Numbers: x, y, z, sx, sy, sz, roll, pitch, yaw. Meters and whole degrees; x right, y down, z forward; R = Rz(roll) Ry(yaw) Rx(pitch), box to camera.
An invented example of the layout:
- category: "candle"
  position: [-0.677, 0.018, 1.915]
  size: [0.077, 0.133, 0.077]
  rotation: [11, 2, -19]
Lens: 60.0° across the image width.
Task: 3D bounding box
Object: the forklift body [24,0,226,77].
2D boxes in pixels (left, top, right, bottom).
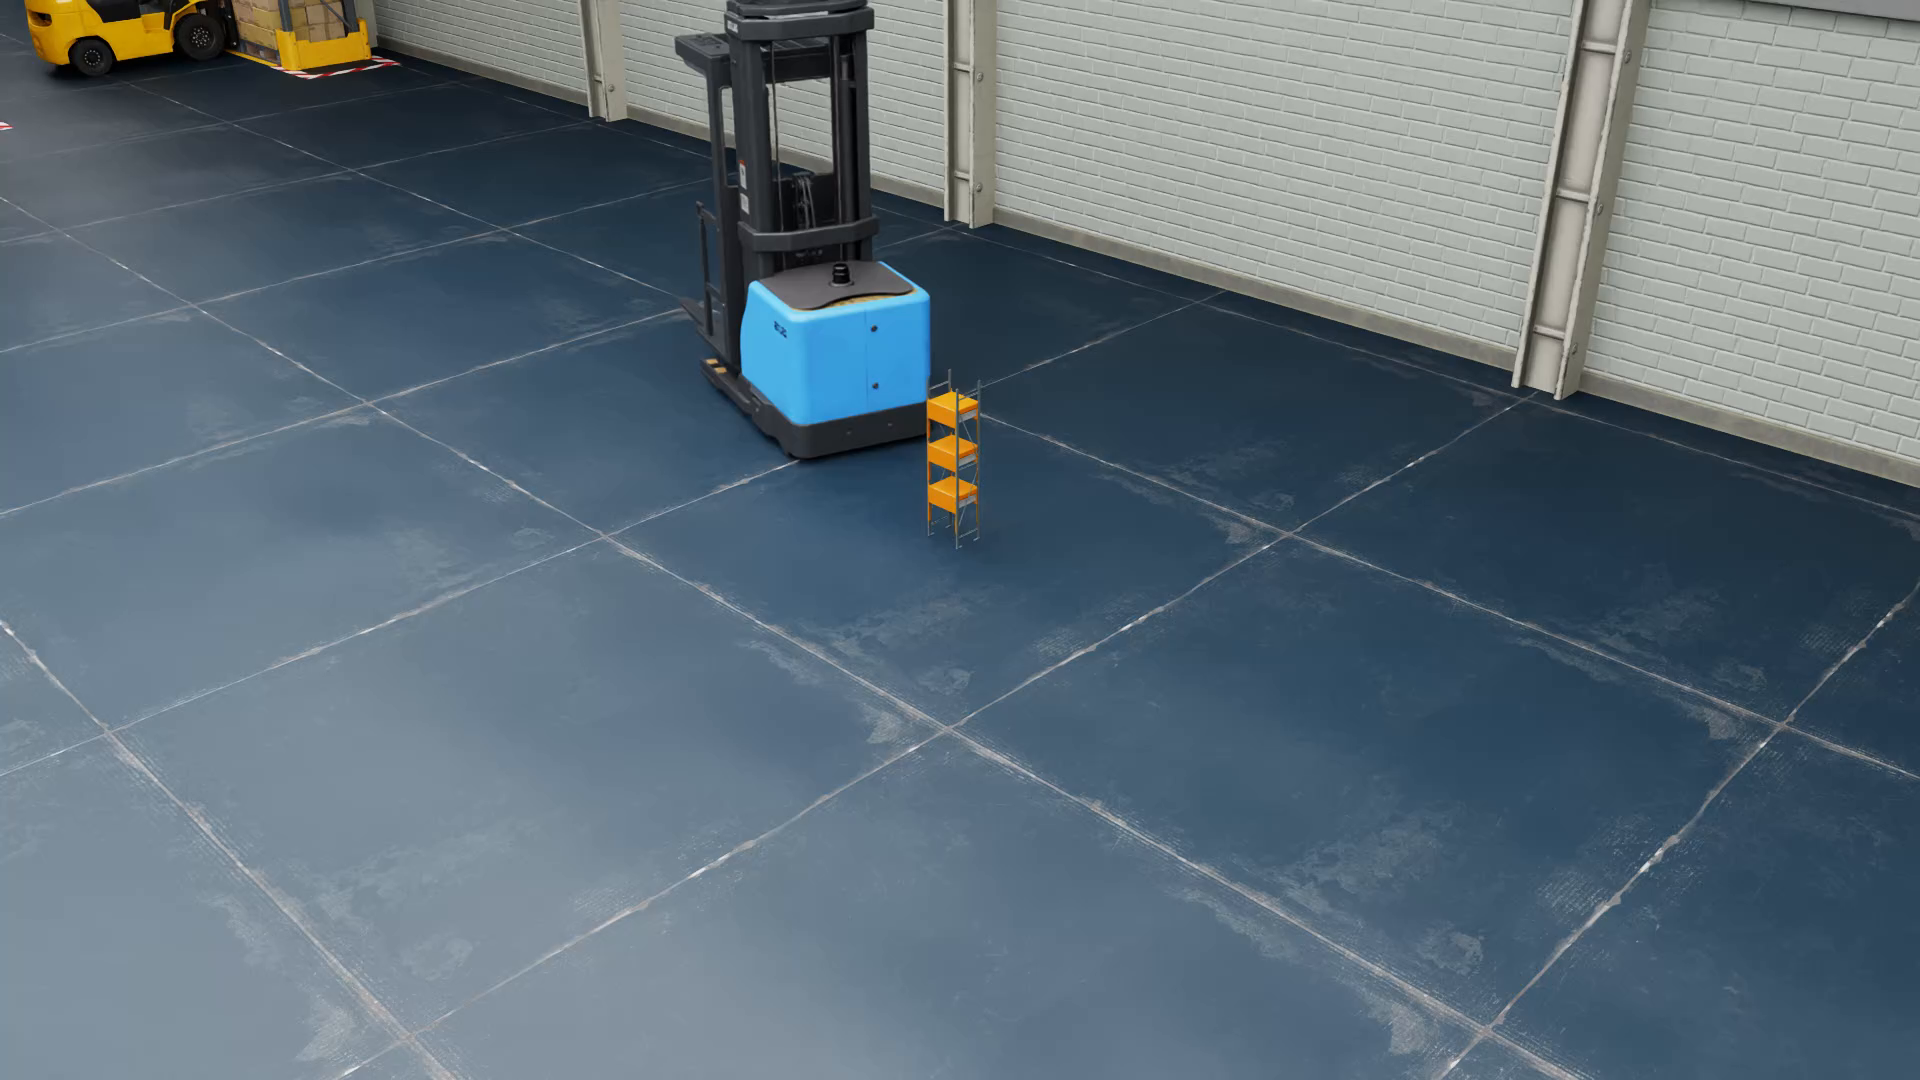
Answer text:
- category: "forklift body"
  position: [-11.232, -7.452, 22.110]
  size: [1.214, 2.155, 2.313]
  rotation: [25, 36, 38]

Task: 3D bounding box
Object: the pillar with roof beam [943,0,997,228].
- category: "pillar with roof beam"
  position: [-2.927, -5.651, 11.329]
  size: [0.400, 9.000, 9.100]
  rotation: [25, 36, 38]

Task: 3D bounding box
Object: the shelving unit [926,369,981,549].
- category: "shelving unit"
  position: [-0.038, -0.482, 10.039]
  size: [0.252, 1.050, 0.215]
  rotation: [25, 36, 38]

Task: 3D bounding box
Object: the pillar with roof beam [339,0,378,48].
- category: "pillar with roof beam"
  position: [-11.483, -9.567, 18.775]
  size: [0.400, 9.000, 9.100]
  rotation: [25, 36, 38]

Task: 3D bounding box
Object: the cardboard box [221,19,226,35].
- category: "cardboard box"
  position: [-10.242, -7.325, 23.461]
  size: [0.500, 0.250, 0.500]
  rotation: [-24, 36, -38]

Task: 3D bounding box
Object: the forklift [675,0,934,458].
- category: "forklift"
  position: [-1.300, -2.502, 11.859]
  size: [1.130, 2.935, 3.031]
  rotation: [-13, 31, -24]

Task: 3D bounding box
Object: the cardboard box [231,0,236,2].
- category: "cardboard box"
  position: [-9.883, -7.598, 22.906]
  size: [0.500, 0.250, 0.500]
  rotation: [-25, 37, -39]

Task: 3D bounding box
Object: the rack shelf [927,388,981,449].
- category: "rack shelf"
  position: [-0.038, -0.724, 9.912]
  size: [0.240, 0.259, 0.215]
  rotation: [25, 36, 38]

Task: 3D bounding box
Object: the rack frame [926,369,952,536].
- category: "rack frame"
  position: [-0.125, -0.522, 10.115]
  size: [0.008, 1.050, 0.200]
  rotation: [25, 36, 38]

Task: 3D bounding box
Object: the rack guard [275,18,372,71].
- category: "rack guard"
  position: [-8.583, -6.700, 22.454]
  size: [0.348, 0.500, 1.175]
  rotation: [25, 36, 38]

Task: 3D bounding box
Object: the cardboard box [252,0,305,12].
- category: "cardboard box"
  position: [-9.148, -7.272, 22.286]
  size: [0.500, 0.250, 0.500]
  rotation: [-24, 36, -38]

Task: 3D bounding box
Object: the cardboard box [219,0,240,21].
- category: "cardboard box"
  position: [-9.900, -7.388, 23.043]
  size: [0.500, 0.250, 0.500]
  rotation: [24, 36, 37]

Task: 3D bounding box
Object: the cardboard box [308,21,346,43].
- category: "cardboard box"
  position: [-8.814, -7.008, 22.858]
  size: [0.500, 0.250, 0.500]
  rotation: [25, 37, 39]

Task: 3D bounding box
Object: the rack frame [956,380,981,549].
- category: "rack frame"
  position: [0.049, -0.442, 9.963]
  size: [0.008, 1.050, 0.200]
  rotation: [25, 36, 38]

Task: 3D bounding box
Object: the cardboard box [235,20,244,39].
- category: "cardboard box"
  position: [-9.856, -7.163, 23.153]
  size: [0.500, 0.250, 0.500]
  rotation: [-25, 37, -39]

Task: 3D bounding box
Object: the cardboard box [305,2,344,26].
- category: "cardboard box"
  position: [-8.790, -7.226, 22.736]
  size: [0.500, 0.250, 0.500]
  rotation: [-25, 36, -38]

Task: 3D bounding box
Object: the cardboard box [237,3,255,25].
- category: "cardboard box"
  position: [-9.517, -7.226, 22.736]
  size: [0.500, 0.250, 0.500]
  rotation: [24, 36, 38]

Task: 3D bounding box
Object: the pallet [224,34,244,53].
- category: "pallet"
  position: [-10.041, -7.213, 23.742]
  size: [1.213, 0.211, 1.003]
  rotation: [25, 36, 38]

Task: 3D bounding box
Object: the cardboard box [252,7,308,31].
- category: "cardboard box"
  position: [-9.167, -7.059, 22.418]
  size: [0.500, 0.250, 0.500]
  rotation: [24, 36, 38]

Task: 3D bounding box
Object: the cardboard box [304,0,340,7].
- category: "cardboard box"
  position: [-8.811, -7.445, 22.615]
  size: [0.500, 0.250, 0.500]
  rotation: [24, 36, 38]

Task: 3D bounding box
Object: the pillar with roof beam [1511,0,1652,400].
- category: "pillar with roof beam"
  position: [1.352, -3.694, 7.606]
  size: [0.400, 9.000, 9.100]
  rotation: [25, 36, 38]

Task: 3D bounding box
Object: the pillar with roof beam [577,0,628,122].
- category: "pillar with roof beam"
  position: [-7.205, -7.609, 15.052]
  size: [0.400, 9.000, 9.100]
  rotation: [25, 36, 38]

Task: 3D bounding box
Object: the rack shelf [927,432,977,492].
- category: "rack shelf"
  position: [-0.038, -0.473, 10.044]
  size: [0.240, 0.259, 0.215]
  rotation: [25, 36, 38]

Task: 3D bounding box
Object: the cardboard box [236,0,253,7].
- category: "cardboard box"
  position: [-9.516, -7.437, 22.599]
  size: [0.500, 0.250, 0.500]
  rotation: [-25, 36, -38]

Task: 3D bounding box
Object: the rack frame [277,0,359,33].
- category: "rack frame"
  position: [-8.601, -7.814, 21.888]
  size: [0.127, 3.000, 1.000]
  rotation: [25, 36, 38]

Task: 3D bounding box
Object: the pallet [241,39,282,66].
- category: "pallet"
  position: [-9.175, -6.815, 22.985]
  size: [1.213, 0.211, 1.003]
  rotation: [25, 36, 38]

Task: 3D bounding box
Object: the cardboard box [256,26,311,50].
- category: "cardboard box"
  position: [-9.157, -6.831, 22.522]
  size: [0.500, 0.250, 0.500]
  rotation: [25, 37, 39]

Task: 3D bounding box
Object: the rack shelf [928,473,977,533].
- category: "rack shelf"
  position: [-0.038, -0.227, 10.173]
  size: [0.240, 0.259, 0.215]
  rotation: [25, 36, 38]

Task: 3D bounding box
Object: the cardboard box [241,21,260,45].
- category: "cardboard box"
  position: [-9.505, -6.997, 22.836]
  size: [0.500, 0.250, 0.500]
  rotation: [25, 36, 38]

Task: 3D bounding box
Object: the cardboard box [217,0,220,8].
- category: "cardboard box"
  position: [-10.254, -7.552, 23.356]
  size: [0.500, 0.250, 0.500]
  rotation: [24, 36, 38]
